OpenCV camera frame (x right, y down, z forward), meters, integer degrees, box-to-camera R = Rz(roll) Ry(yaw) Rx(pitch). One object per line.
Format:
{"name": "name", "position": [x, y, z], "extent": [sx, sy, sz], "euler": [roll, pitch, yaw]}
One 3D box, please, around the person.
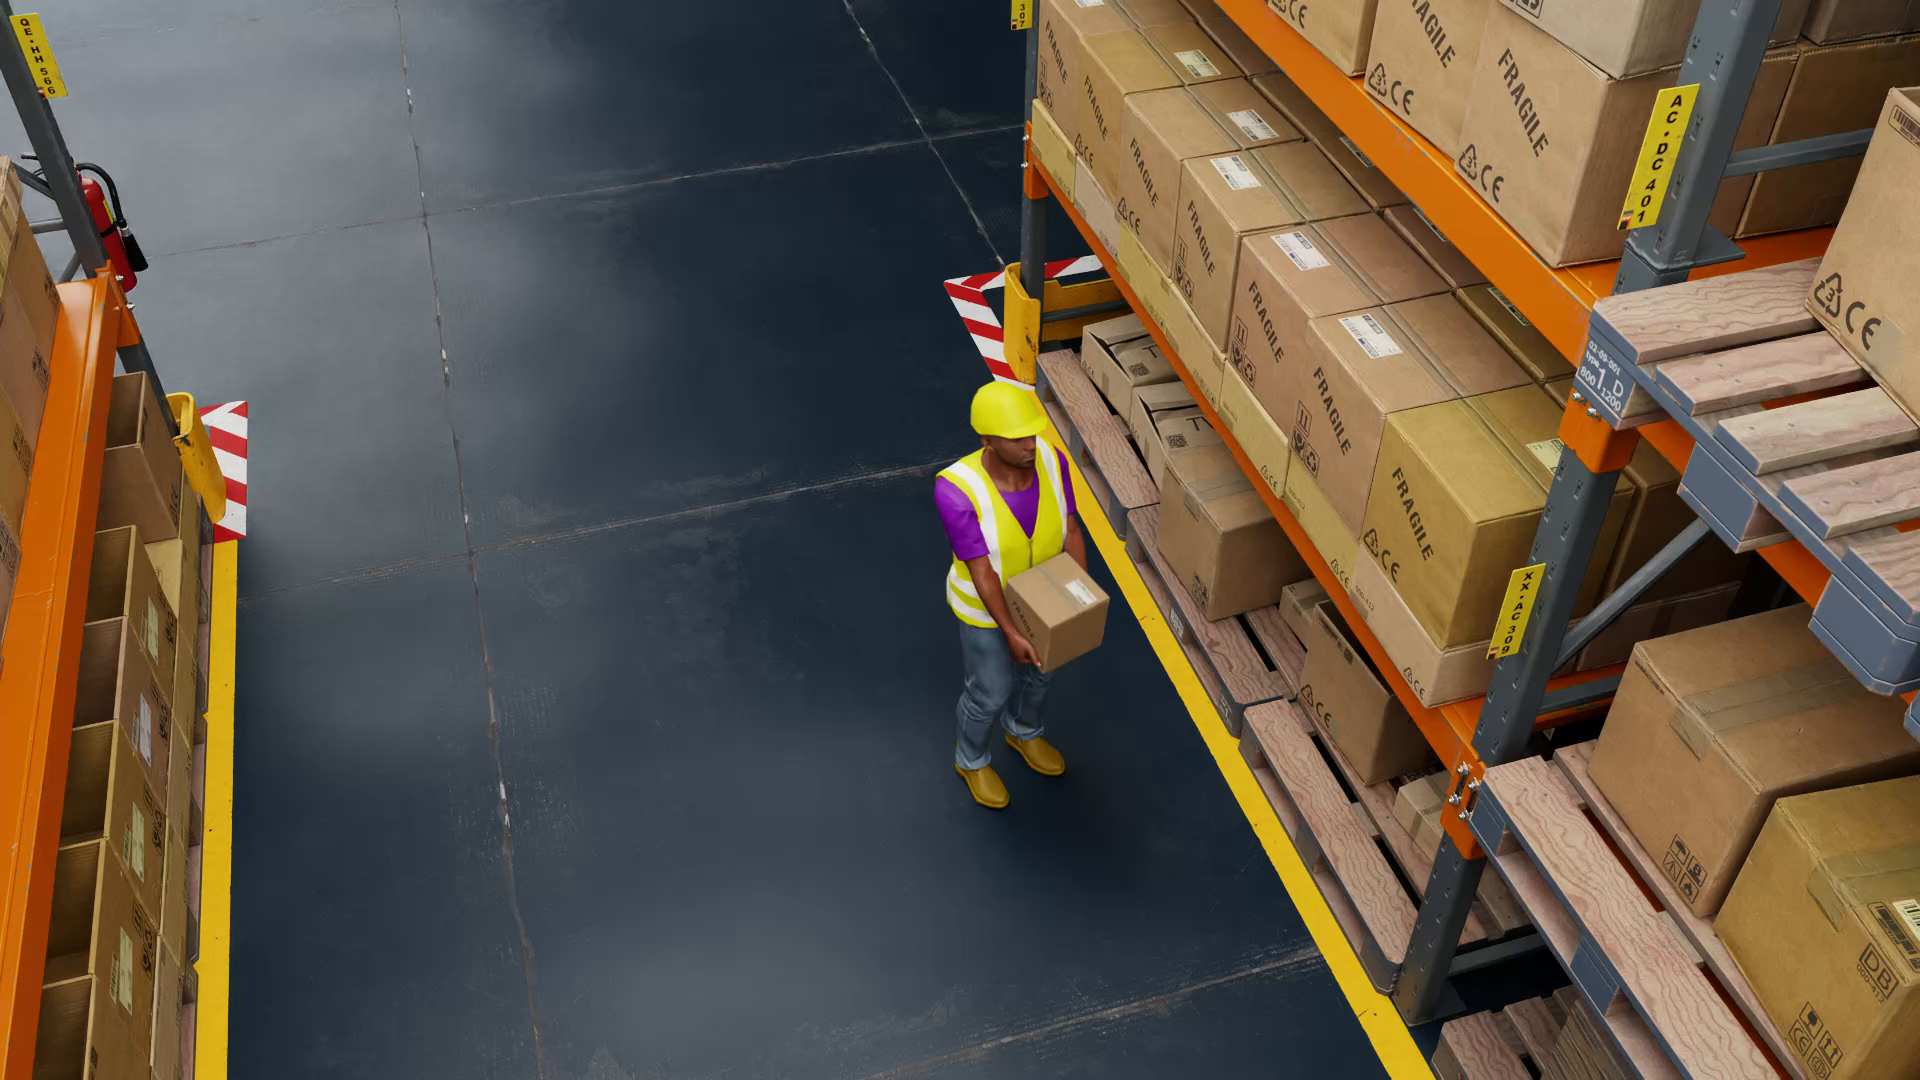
{"name": "person", "position": [0.228, 0.254, 5.864], "extent": [0.502, 1.762, 0.577], "euler": [-25, 47, -25]}
